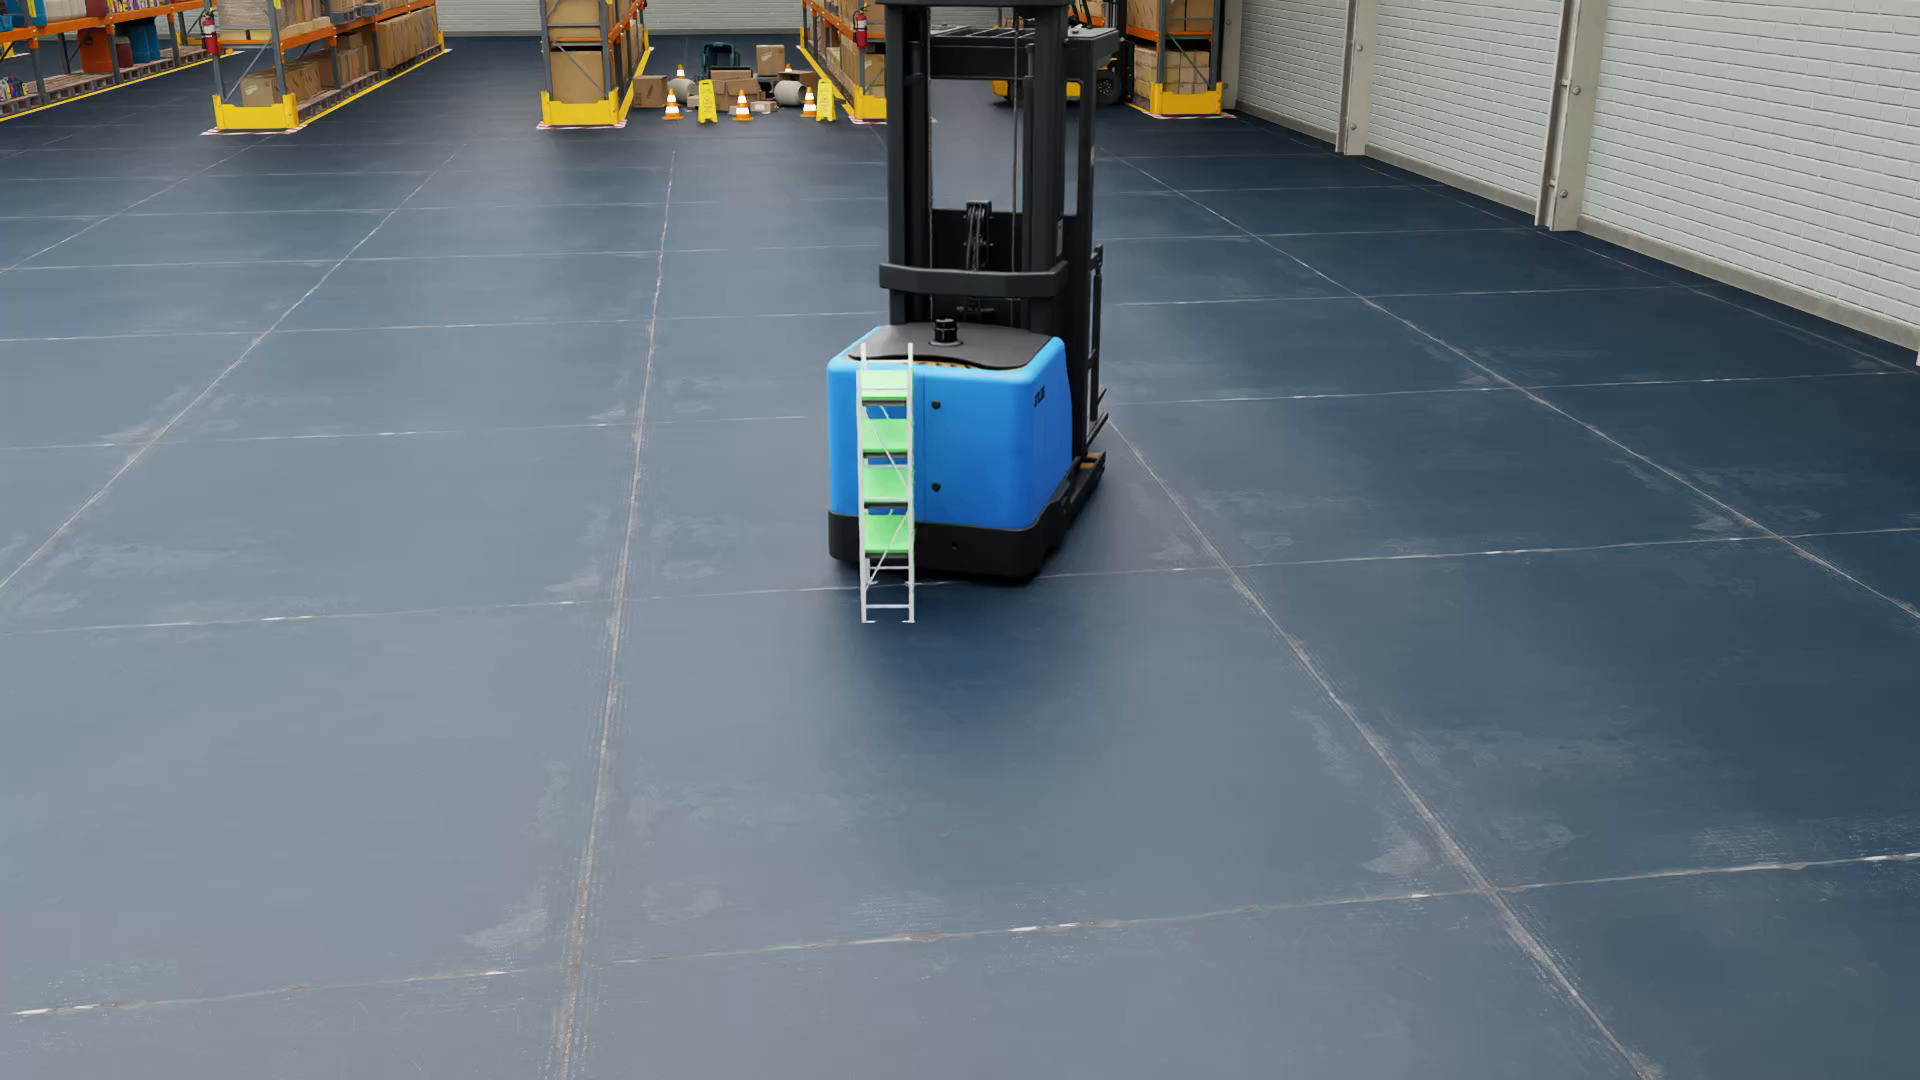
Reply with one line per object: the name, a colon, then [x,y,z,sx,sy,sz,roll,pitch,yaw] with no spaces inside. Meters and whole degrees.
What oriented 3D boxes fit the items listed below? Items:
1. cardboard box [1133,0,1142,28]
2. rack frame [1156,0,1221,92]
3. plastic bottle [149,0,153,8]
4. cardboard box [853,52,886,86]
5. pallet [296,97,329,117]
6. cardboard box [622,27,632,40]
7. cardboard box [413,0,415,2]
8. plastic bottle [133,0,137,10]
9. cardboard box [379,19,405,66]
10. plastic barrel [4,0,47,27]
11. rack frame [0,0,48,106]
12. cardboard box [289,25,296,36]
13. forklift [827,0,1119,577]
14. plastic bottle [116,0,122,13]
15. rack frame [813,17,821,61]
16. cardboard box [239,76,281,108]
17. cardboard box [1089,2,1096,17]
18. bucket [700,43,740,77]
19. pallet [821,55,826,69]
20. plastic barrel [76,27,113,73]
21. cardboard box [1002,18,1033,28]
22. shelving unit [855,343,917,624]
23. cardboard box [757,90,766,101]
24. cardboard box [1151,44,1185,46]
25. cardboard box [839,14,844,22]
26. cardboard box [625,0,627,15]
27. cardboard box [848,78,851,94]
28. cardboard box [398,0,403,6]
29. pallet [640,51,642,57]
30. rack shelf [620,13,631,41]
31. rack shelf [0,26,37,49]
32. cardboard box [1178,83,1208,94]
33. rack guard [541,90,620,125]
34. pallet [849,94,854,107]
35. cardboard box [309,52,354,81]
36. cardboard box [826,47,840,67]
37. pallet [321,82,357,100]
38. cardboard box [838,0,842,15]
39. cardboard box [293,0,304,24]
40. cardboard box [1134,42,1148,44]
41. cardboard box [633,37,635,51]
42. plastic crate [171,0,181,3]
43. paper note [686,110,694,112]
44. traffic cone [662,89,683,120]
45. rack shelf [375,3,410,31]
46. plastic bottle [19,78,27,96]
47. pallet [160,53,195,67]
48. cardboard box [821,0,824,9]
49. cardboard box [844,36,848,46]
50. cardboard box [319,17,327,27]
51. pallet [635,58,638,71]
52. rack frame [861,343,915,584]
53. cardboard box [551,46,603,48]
cardboard box: [3.306,-9.135,28.745,0.500,0.500,0.500,-3,21,-9]
rack frame: [3.777,-8.574,27.385,1.000,3.000,0.127,-3,21,-8]
plastic bottle: [-17.116,-11.402,35.029,0.144,0.351,0.185,-3,21,-8]
cardboard box: [-1.508,-7.846,27.695,0.500,0.500,0.500,-3,21,-7]
pallet: [-11.207,-7.247,27.817,1.003,0.211,1.213,-3,21,-8]
cardboard box: [-7.031,-10.435,34.269,0.500,0.250,0.500,-4,21,-10]
cardboard box: [-12.461,-12.161,37.348,0.380,0.149,0.250,-2,21,-6]
plastic bottle: [-16.957,-11.021,34.008,0.144,0.351,0.185,-3,21,-8]
cardboard box: [-12.294,-10.343,34.557,1.225,0.875,0.875,-3,21,-8]
plastic barrel: [-16.175,-9.341,28.723,0.600,0.901,0.708,-3,21,-8]
rack frame: [-16.419,-8.957,28.412,1.000,3.000,0.127,-3,21,-8]
cardboard box: [-10.870,-8.163,26.643,0.380,0.149,0.250,-3,21,-8]
forklift: [0.220,-1.677,9.018,1.130,2.935,3.031,5,21,14]
plastic bottle: [-16.779,-10.663,33.144,0.061,0.283,0.133,-3,21,-8]
rack frame: [-2.864,-12.477,37.835,1.000,3.000,0.127,-3,21,-8]
cardboard box: [-11.014,-7.065,26.318,0.500,0.500,0.500,1,20,2]
cardboard box: [2.791,-10.224,32.016,0.500,0.250,0.500,-3,21,-8]
bucket: [-4.294,-8.670,30.149,0.726,0.611,0.620,4,11,11]
pallet: [-2.499,-10.484,36.484,1.003,0.211,1.213,-3,21,-8]
plastic barrel: [-17.083,-9.691,32.877,0.600,0.830,0.708,-3,21,-8]
cardboard box: [1.465,-12.924,42.000,0.797,0.503,0.637,-4,21,-10]
shelving unit: [-0.336,-0.264,7.708,0.258,1.200,0.503,0,20,-1]
cardboard box: [-3.718,-8.036,29.852,0.396,0.266,0.258,17,27,39]
cardboard box: [3.691,-8.651,29.492,0.500,0.250,0.500,-3,21,-9]
cardboard box: [-1.983,-9.464,30.128,0.380,0.149,0.250,-3,21,-8]
cardboard box: [-6.698,-10.366,32.040,0.500,0.500,0.500,-3,21,-9]
cardboard box: [-1.665,-7.858,28.797,0.500,0.250,0.500,-4,21,-10]
cardboard box: [-12.269,-11.704,35.623,0.500,0.500,0.500,-2,21,-6]
pallet: [-8.059,-11.540,39.312,1.003,0.211,1.213,-3,21,-8]
rack shelf: [-6.883,-9.778,31.637,1.077,0.370,4.000,-3,21,-8]
rack shelf: [-16.131,-7.928,26.684,1.077,0.370,4.000,-3,21,-8]
cardboard box: [3.900,-7.662,28.274,0.500,0.250,0.500,-3,21,-8]
rack guard: [-6.015,-6.858,26.364,1.175,0.500,0.348,-3,21,-8]
pallet: [-1.400,-7.747,29.156,1.003,0.211,1.213,-3,21,-8]
cardboard box: [-11.716,-8.816,30.976,0.700,0.500,0.500,-5,21,-12]
cardboard box: [-2.216,-9.862,33.988,0.950,0.372,0.625,-4,21,-11]
pallet: [-11.631,-8.170,30.290,1.003,0.211,1.213,-3,21,-8]
cardboard box: [-1.924,-9.727,29.904,0.500,0.500,0.500,-3,21,-8]
cardboard box: [-11.274,-8.716,27.198,0.875,0.500,0.500,-3,21,-8]
cardboard box: [3.106,-8.803,29.900,0.500,0.250,0.500,-2,21,-6]
cardboard box: [-7.176,-10.442,35.360,0.500,0.500,0.500,-3,21,-9]
plastic crate: [-17.453,-12.107,36.668,0.402,0.464,0.583,-3,21,-8]
paper note: [-4.558,-7.260,28.113,0.144,0.017,0.142,4,21,11]
traffic cone: [-4.690,-7.105,27.077,0.336,0.463,0.334,-3,21,-8]
rack shelf: [-12.383,-10.948,34.769,1.077,0.370,4.000,-3,21,-8]
plastic bottle: [-16.023,-7.741,28.409,0.061,0.283,0.133,-2,21,-5]
pallet: [-17.716,-10.674,36.992,1.003,0.211,1.213,-3,21,-8]
cardboard box: [-2.618,-11.184,34.587,0.500,0.250,0.500,-4,21,-10]
cardboard box: [-1.859,-8.829,29.398,0.380,0.149,0.250,-2,21,-6]
cardboard box: [-11.169,-8.943,28.732,0.380,0.149,0.250,-3,21,-8]
pallet: [-7.455,-10.193,35.706,1.003,0.211,1.213,-3,21,-8]
rack frame: [-0.340,-0.349,7.937,0.240,1.200,0.015,0,20,-1]
cardboard box: [-6.310,-7.775,27.682,0.875,0.875,0.875,-3,21,-9]
